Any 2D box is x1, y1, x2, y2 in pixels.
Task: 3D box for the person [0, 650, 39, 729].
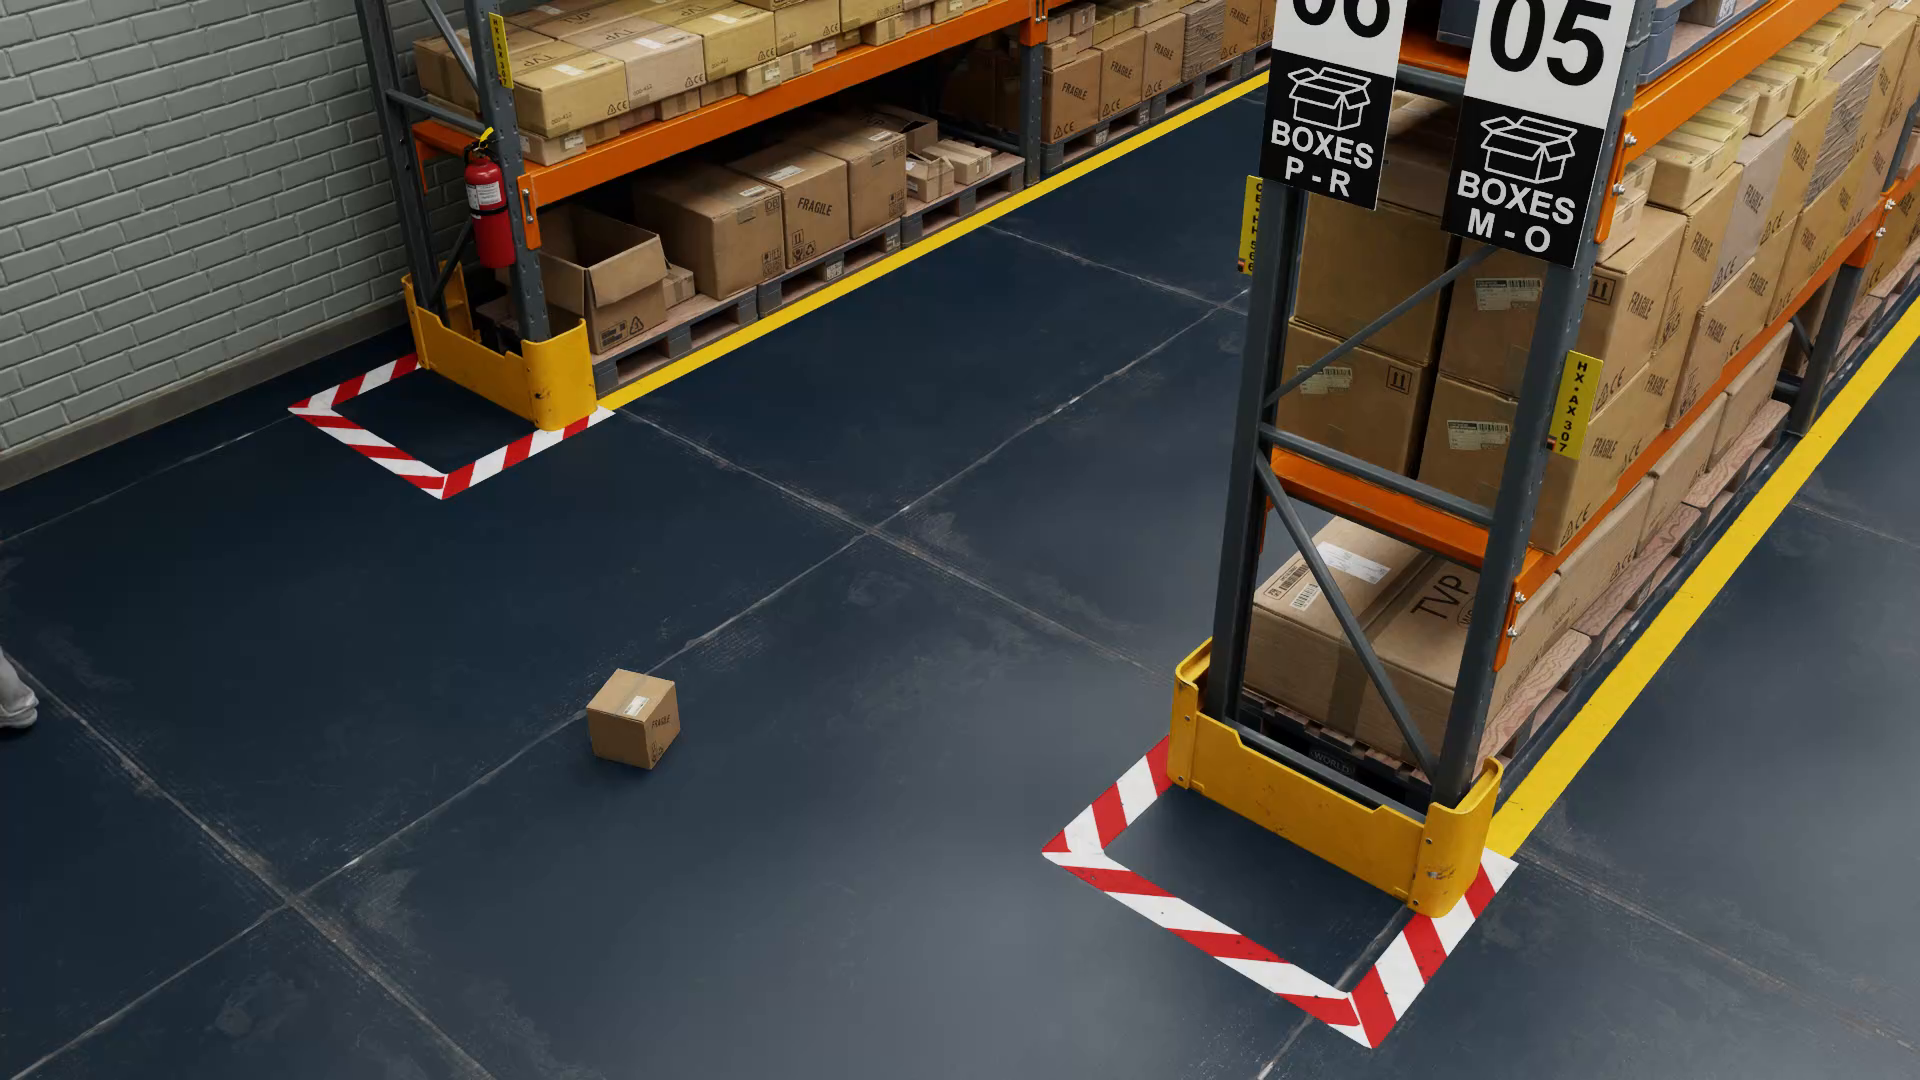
[{"bbox_3d":[-3.943,0.032,6.116,0.623,1.838,0.564,-3,35,-4],"label":"person"}]
